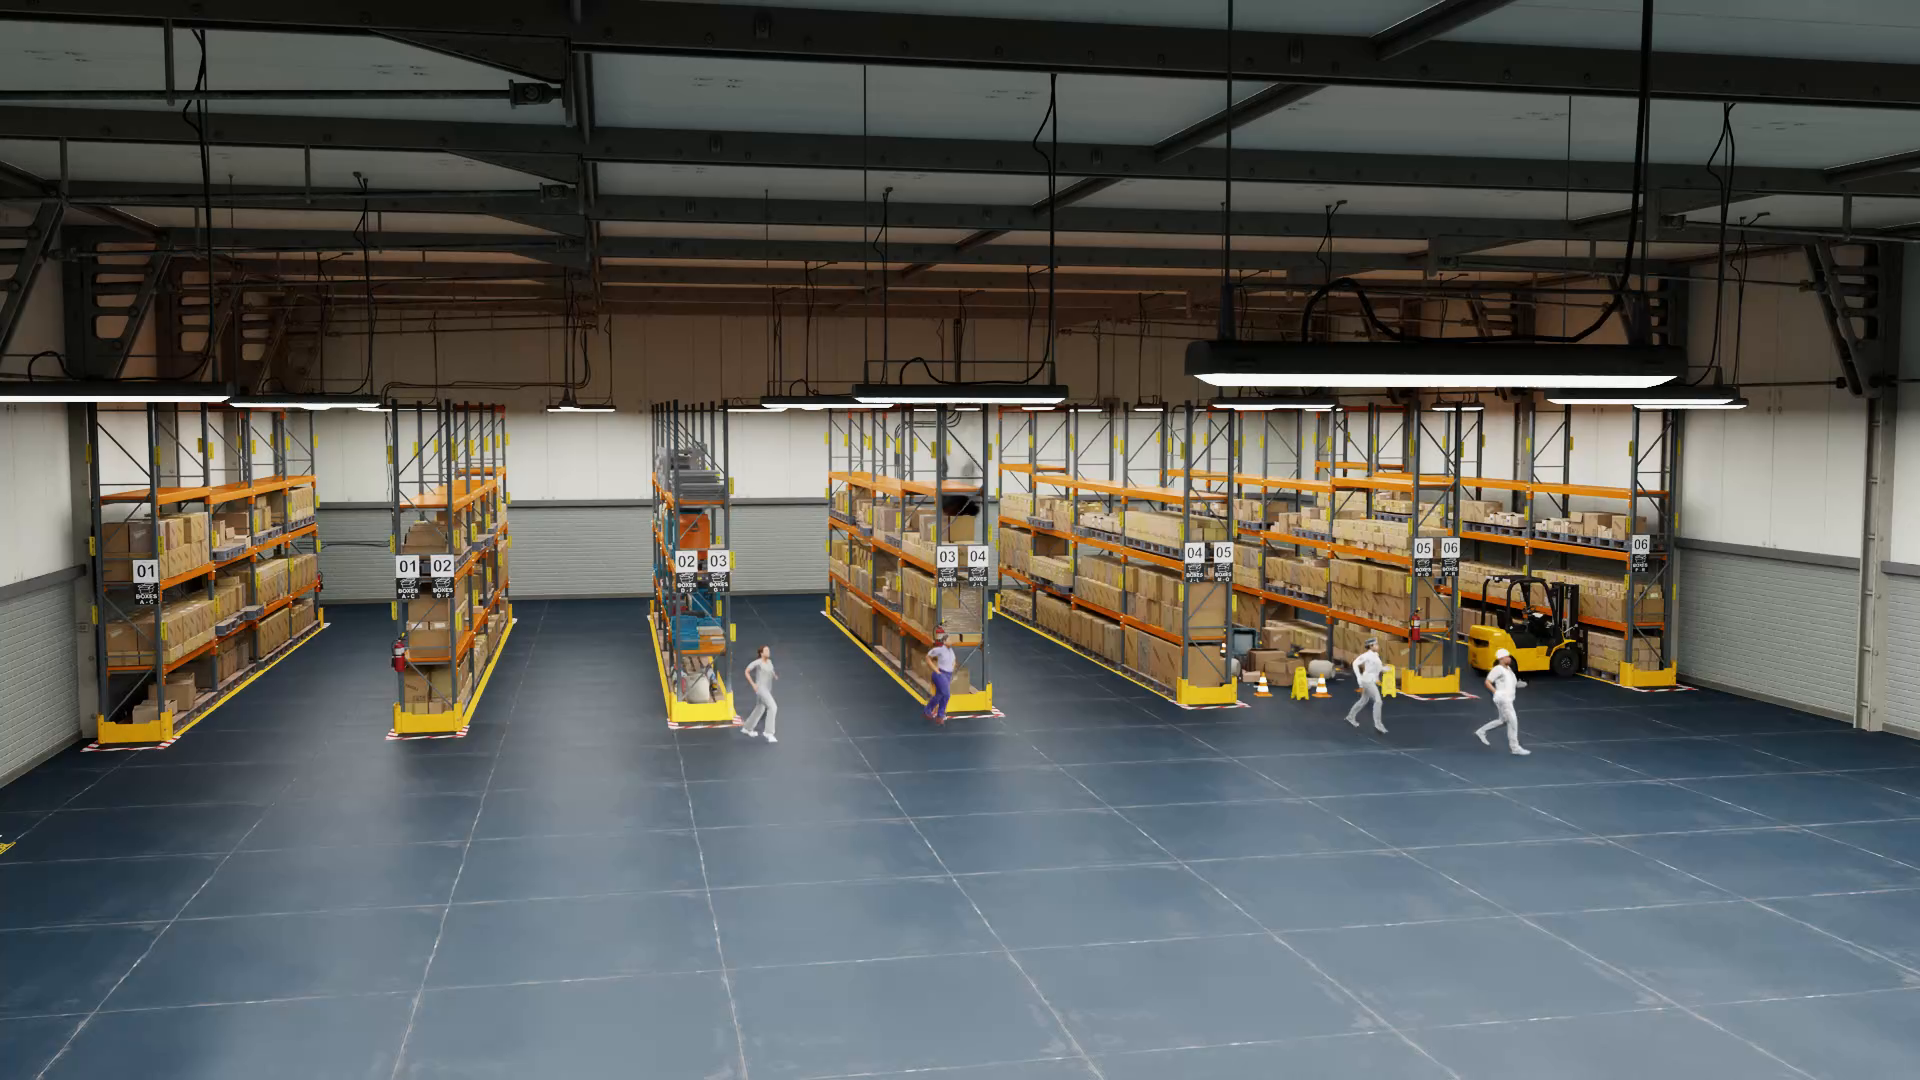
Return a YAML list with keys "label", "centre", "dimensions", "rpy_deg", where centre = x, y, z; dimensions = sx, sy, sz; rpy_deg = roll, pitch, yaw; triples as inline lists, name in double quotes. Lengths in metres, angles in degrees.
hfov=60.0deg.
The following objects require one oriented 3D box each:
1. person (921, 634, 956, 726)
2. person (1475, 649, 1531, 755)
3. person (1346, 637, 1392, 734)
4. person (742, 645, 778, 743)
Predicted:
- label: "person"
  centre: [-0.373, 2.602, 30.973]
  dimensions: [0.665, 1.700, 0.638]
  rpy_deg: [3, 5, 31]
- label: "person"
  centre: [9.172, 2.712, 28.073]
  dimensions: [0.964, 1.763, 0.695]
  rpy_deg: [3, 5, 33]
- label: "person"
  centre: [7.386, 2.604, 30.063]
  dimensions: [0.849, 1.738, 0.581]
  rpy_deg: [2, 5, 30]
- label: "person"
  centre: [-3.501, 2.688, 29.299]
  dimensions: [0.735, 1.711, 0.557]
  rpy_deg: [1, 5, 19]
